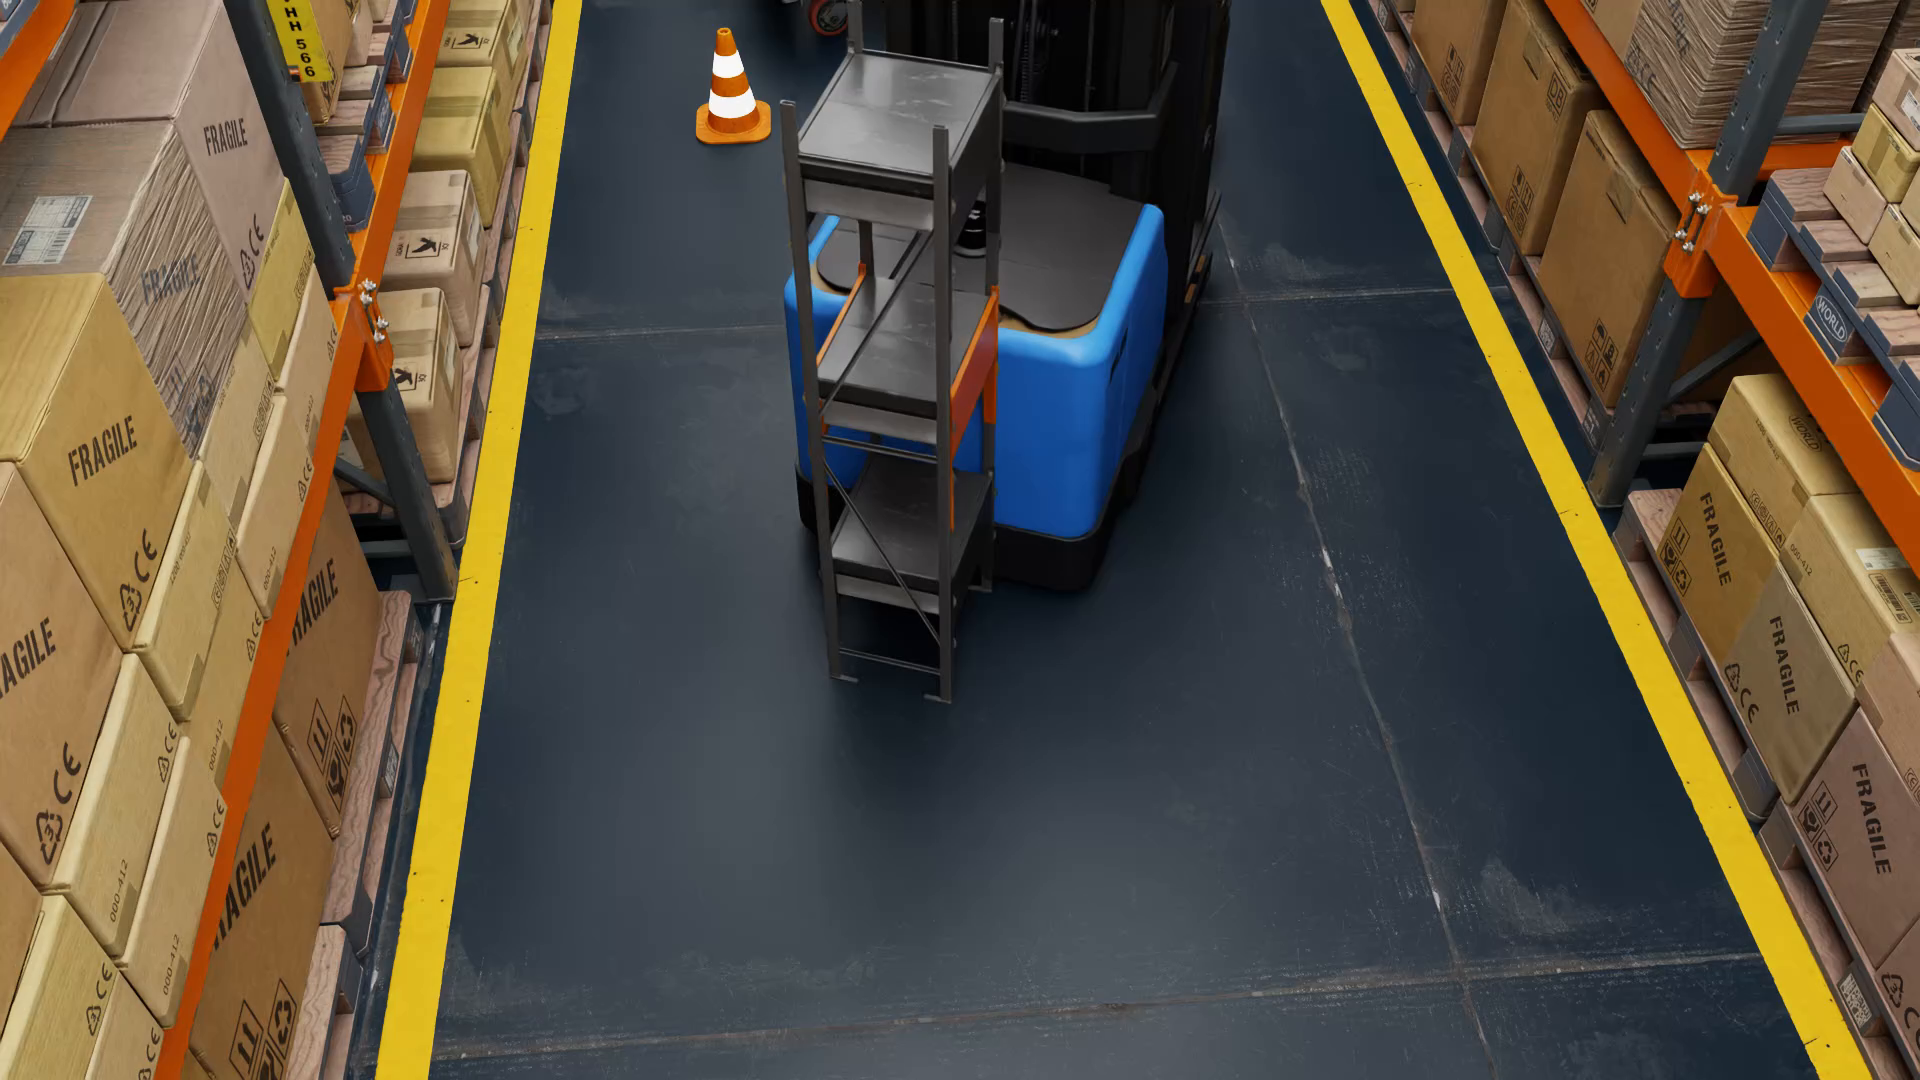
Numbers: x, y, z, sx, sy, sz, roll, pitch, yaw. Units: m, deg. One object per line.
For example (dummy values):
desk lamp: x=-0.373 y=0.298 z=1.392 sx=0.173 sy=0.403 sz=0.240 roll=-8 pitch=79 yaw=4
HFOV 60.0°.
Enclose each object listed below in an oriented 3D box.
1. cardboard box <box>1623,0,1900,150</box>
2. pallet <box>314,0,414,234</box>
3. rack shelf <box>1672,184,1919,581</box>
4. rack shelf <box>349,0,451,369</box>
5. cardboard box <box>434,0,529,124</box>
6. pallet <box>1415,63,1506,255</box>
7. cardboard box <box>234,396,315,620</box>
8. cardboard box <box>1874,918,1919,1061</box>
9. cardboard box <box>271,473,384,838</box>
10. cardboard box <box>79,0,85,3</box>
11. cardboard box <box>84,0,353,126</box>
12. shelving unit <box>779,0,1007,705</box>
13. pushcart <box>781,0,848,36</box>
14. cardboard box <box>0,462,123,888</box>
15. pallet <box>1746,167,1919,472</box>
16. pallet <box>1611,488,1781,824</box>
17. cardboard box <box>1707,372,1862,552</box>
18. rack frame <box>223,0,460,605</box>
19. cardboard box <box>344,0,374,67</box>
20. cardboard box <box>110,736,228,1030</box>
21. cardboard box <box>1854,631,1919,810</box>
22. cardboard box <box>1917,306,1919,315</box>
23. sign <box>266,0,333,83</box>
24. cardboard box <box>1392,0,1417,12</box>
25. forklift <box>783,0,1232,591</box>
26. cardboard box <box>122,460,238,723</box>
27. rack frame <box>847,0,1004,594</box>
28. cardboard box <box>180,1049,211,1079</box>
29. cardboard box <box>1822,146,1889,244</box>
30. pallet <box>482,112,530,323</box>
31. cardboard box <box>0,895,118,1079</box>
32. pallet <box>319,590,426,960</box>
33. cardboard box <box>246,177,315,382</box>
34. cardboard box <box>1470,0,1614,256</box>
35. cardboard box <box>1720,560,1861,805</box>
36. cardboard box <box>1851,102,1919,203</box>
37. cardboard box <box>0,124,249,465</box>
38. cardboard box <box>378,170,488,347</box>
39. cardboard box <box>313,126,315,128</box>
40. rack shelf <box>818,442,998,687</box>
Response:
cardboard box: x=2.429 y=-1.557 z=5.089 sx=0.500 sy=0.500 sz=0.500 roll=-3 pitch=47 yaw=-3
pallet: x=-2.356 y=-1.282 z=5.030 sx=1.213 sy=0.211 sz=1.003 roll=-3 pitch=47 yaw=-3
rack shelf: x=2.902 y=0.482 z=3.723 sx=1.077 sy=0.370 sz=4.000 roll=-3 pitch=47 yaw=-3
rack shelf: x=-2.357 y=-2.038 z=6.110 sx=1.077 sy=0.370 sz=4.000 roll=-3 pitch=47 yaw=-3
cardboard box: x=-2.415 y=-2.074 z=7.169 sx=0.950 sy=0.372 sz=0.625 roll=-1 pitch=47 yaw=-1
pallet: x=2.645 y=-1.709 z=7.224 sx=1.003 sy=0.211 sz=1.213 roll=-3 pitch=47 yaw=-3
cardboard box: x=-1.830 y=-0.068 z=3.852 sx=0.500 sy=0.250 sz=0.500 roll=-3 pitch=47 yaw=-3
cardboard box: x=2.675 y=1.134 z=4.043 sx=0.500 sy=0.500 sz=0.500 roll=-4 pitch=47 yaw=-4
cardboard box: x=-2.215 y=0.252 z=4.619 sx=0.875 sy=0.875 sz=0.875 roll=-4 pitch=47 yaw=-4
cardboard box: x=-2.505 y=-1.432 z=4.477 sx=0.500 sy=0.500 sz=0.500 roll=-5 pitch=47 yaw=-4
cardboard box: x=-1.997 y=-1.459 z=4.503 sx=0.500 sy=0.500 sz=0.500 roll=-5 pitch=47 yaw=-4
shelving unit: x=-0.153 y=-0.414 z=4.696 sx=0.431 sy=2.100 sz=0.503 roll=12 pitch=48 yaw=11
pushcart: x=-0.257 y=-3.006 z=8.337 sx=1.648 sy=0.377 sz=0.936 roll=-19 pitch=49 yaw=-17
cardboard box: x=-1.764 y=0.238 z=2.701 sx=0.500 sy=0.500 sz=0.500 roll=-4 pitch=47 yaw=-4
pallet: x=2.900 y=-0.638 z=4.420 sx=1.213 sy=0.211 sz=1.003 roll=-3 pitch=47 yaw=-3
pallet: x=2.798 y=0.312 z=5.309 sx=1.003 sy=0.211 sz=1.213 roll=-3 pitch=47 yaw=-3
cardboard box: x=2.551 y=-0.242 z=4.829 sx=0.500 sy=0.250 sz=0.500 roll=-5 pitch=47 yaw=-5
rack frame: x=-2.190 y=-0.839 z=4.478 sx=1.000 sy=3.000 sz=0.127 roll=-3 pitch=47 yaw=-3
cardboard box: x=-1.999 y=-1.551 z=5.036 sx=0.380 sy=0.149 sz=0.250 roll=-6 pitch=47 yaw=-6
cardboard box: x=-1.733 y=0.664 z=3.158 sx=0.500 sy=0.250 sz=0.500 roll=-4 pitch=47 yaw=-4
cardboard box: x=2.622 y=0.484 z=4.142 sx=0.500 sy=0.250 sz=0.500 roll=-3 pitch=47 yaw=-3
cardboard box: x=2.616 y=-0.545 z=4.084 sx=0.380 sy=0.149 sz=0.250 roll=-1 pitch=47 yaw=-1
sign: x=-1.637 y=-1.273 z=4.092 sx=0.100 sy=0.325 sz=0.005 roll=-3 pitch=47 yaw=-3
cardboard box: x=2.541 y=-3.034 z=7.818 sx=1.050 sy=0.750 sz=0.750 roll=-4 pitch=47 yaw=-3
forklift: x=0.376 y=-1.934 z=5.563 sx=1.130 sy=2.935 sz=3.031 roll=13 pitch=48 yaw=12
cardboard box: x=-1.786 y=0.116 z=3.333 sx=0.500 sy=0.250 sz=0.500 roll=-5 pitch=47 yaw=-4
rack frame: x=-0.087 y=-0.585 z=4.858 sx=0.400 sy=2.100 sz=0.015 roll=12 pitch=48 yaw=11
cardboard box: x=-2.070 y=1.545 z=3.395 sx=0.875 sy=0.875 sz=0.875 roll=-2 pitch=47 yaw=-2
cardboard box: x=2.571 y=-0.935 z=4.453 sx=0.380 sy=0.149 sz=0.250 roll=-4 pitch=47 yaw=-4
pallet: x=-2.353 y=-1.326 z=6.860 sx=1.003 sy=0.211 sz=1.213 roll=-3 pitch=47 yaw=-3
cardboard box: x=-1.698 y=0.857 z=2.631 sx=0.500 sy=0.250 sz=0.500 roll=-3 pitch=47 yaw=-3
pallet: x=-2.199 y=0.695 z=4.946 sx=1.003 sy=0.211 sz=1.213 roll=-3 pitch=47 yaw=-3
cardboard box: x=-1.896 y=-0.624 z=4.034 sx=0.500 sy=0.250 sz=0.500 roll=-4 pitch=47 yaw=-3
cardboard box: x=2.697 y=-1.662 z=6.518 sx=1.050 sy=0.750 sz=0.750 roll=-3 pitch=47 yaw=-3
cardboard box: x=2.585 y=0.393 z=4.744 sx=0.500 sy=0.500 sz=0.500 roll=-3 pitch=47 yaw=-3
cardboard box: x=2.575 y=-1.011 z=4.321 sx=0.380 sy=0.149 sz=0.250 roll=-2 pitch=47 yaw=-2
cardboard box: x=-1.835 y=-0.488 z=3.389 sx=0.500 sy=0.500 sz=0.500 roll=-3 pitch=47 yaw=-3
cardboard box: x=-2.297 y=-1.022 z=6.173 sx=0.950 sy=0.372 sz=0.625 roll=-4 pitch=47 yaw=-4
cardboard box: x=-2.032 y=-1.143 z=4.651 sx=0.380 sy=0.149 sz=0.250 roll=-6 pitch=47 yaw=-6
rack shelf: x=-0.153 y=0.076 z=5.214 sx=0.431 sy=0.518 sz=0.480 roll=12 pitch=48 yaw=11
